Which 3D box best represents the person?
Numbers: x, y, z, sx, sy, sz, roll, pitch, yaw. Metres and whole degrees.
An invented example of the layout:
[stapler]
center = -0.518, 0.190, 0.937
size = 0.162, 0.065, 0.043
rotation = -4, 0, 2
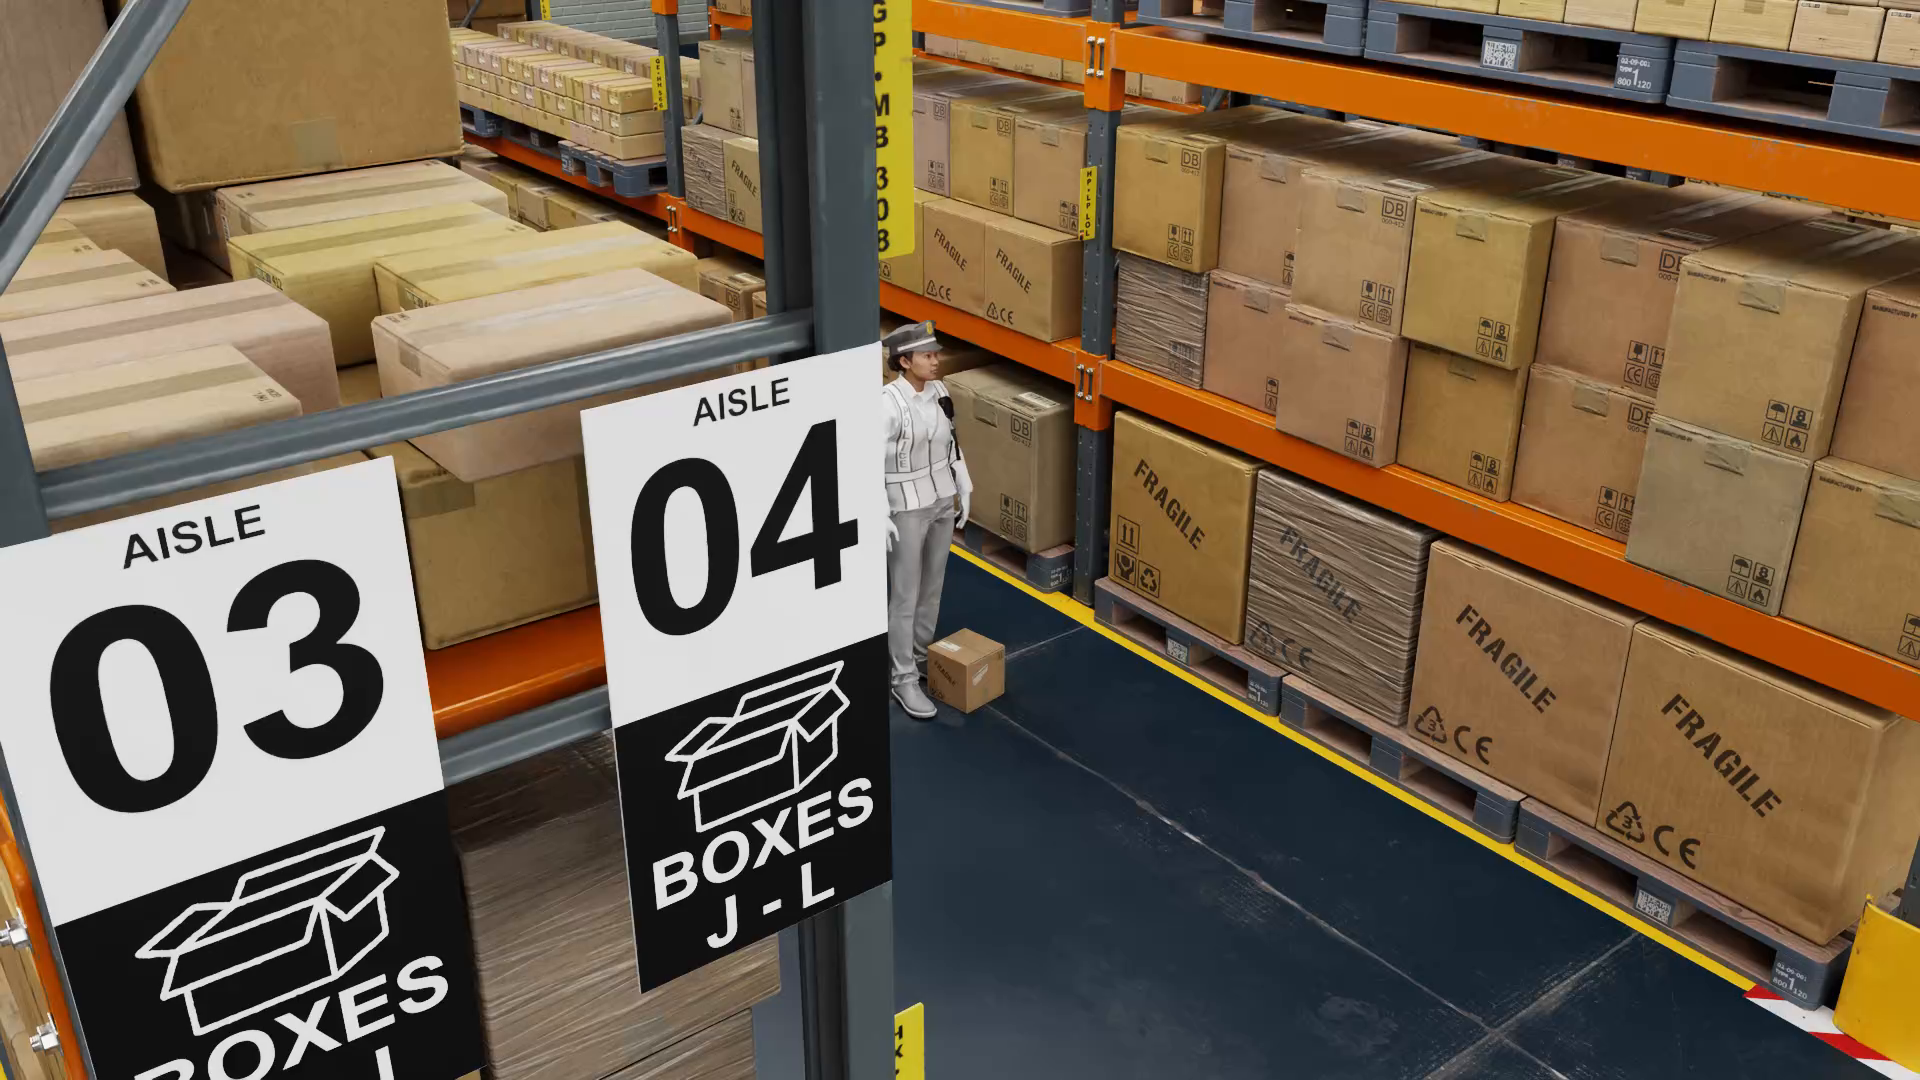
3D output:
[person]
center = -0.139, -0.127, 7.319
size = 0.588, 1.697, 0.534
rotation = -23, 33, -40
